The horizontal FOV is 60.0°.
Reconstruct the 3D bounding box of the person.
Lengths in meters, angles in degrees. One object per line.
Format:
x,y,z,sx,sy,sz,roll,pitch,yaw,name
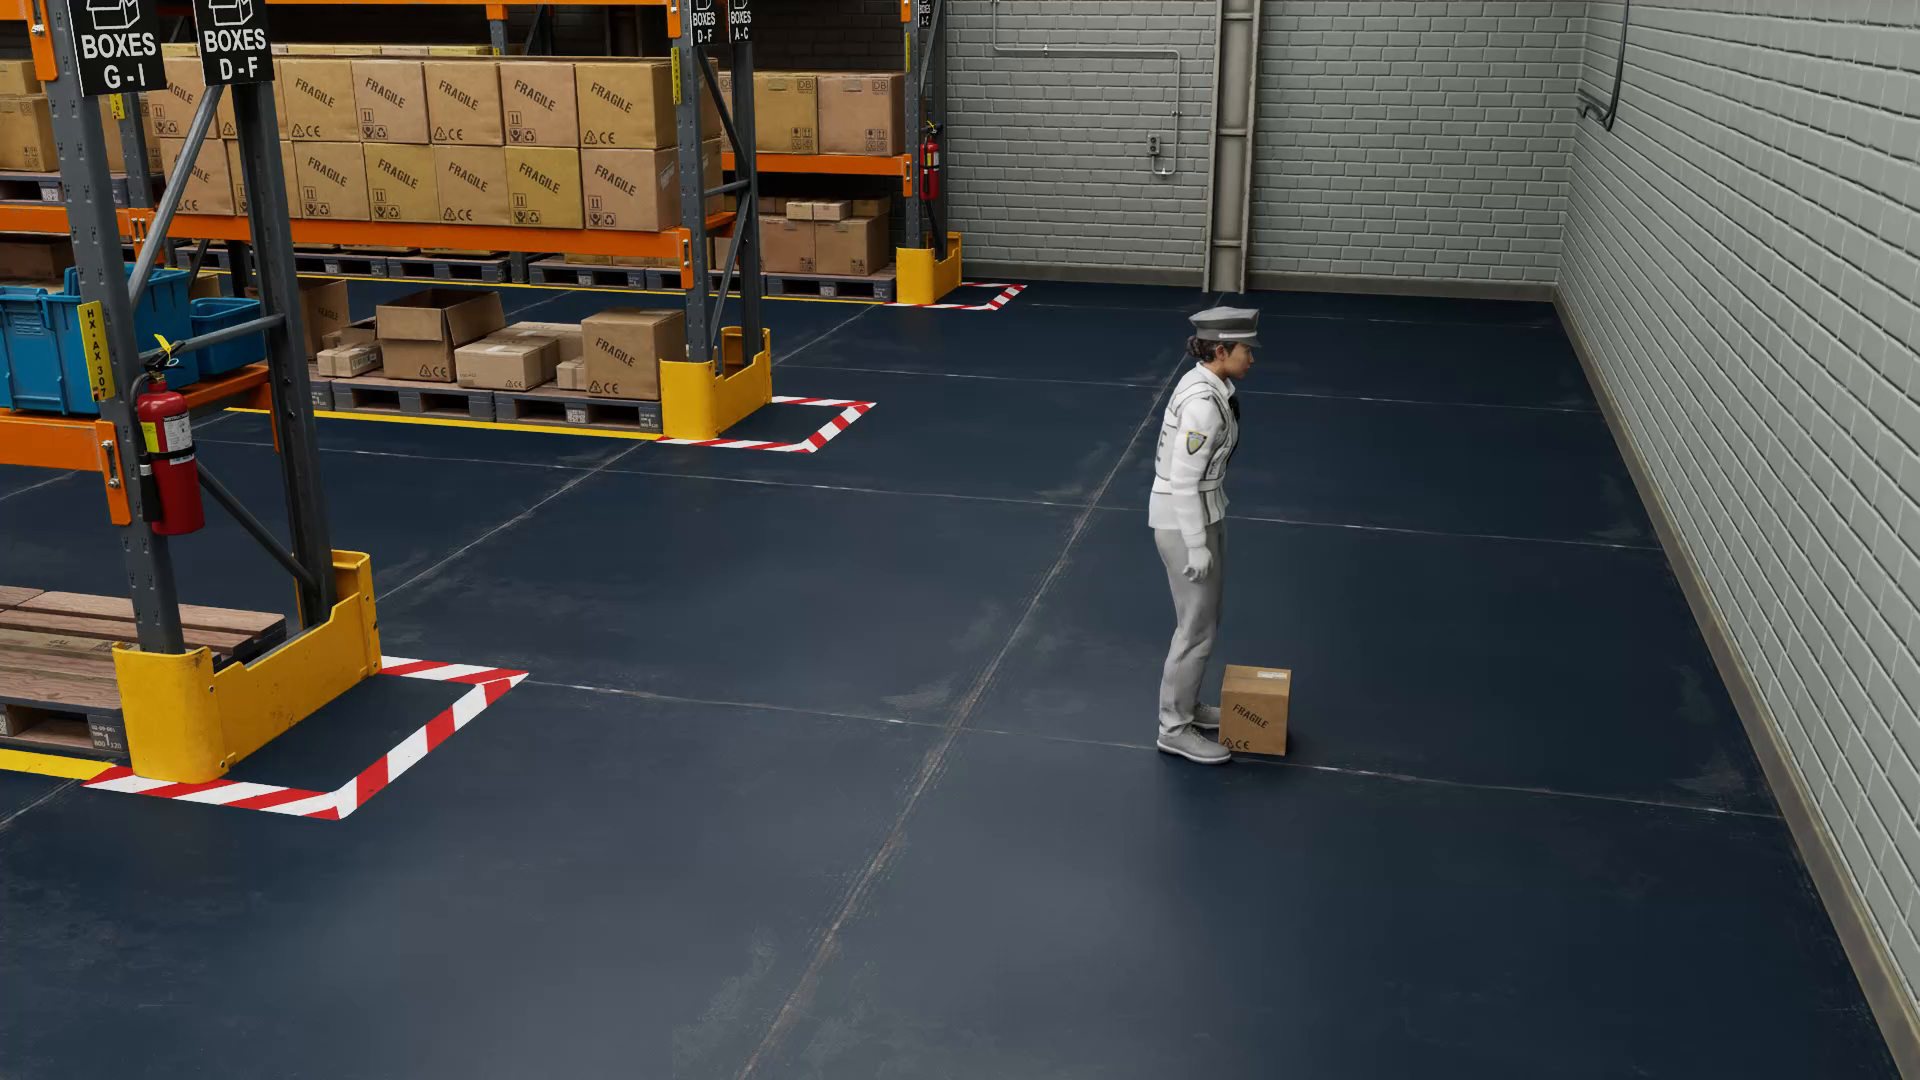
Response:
0.887,-0.036,6.164,0.374,1.662,0.526,4,19,13,person
